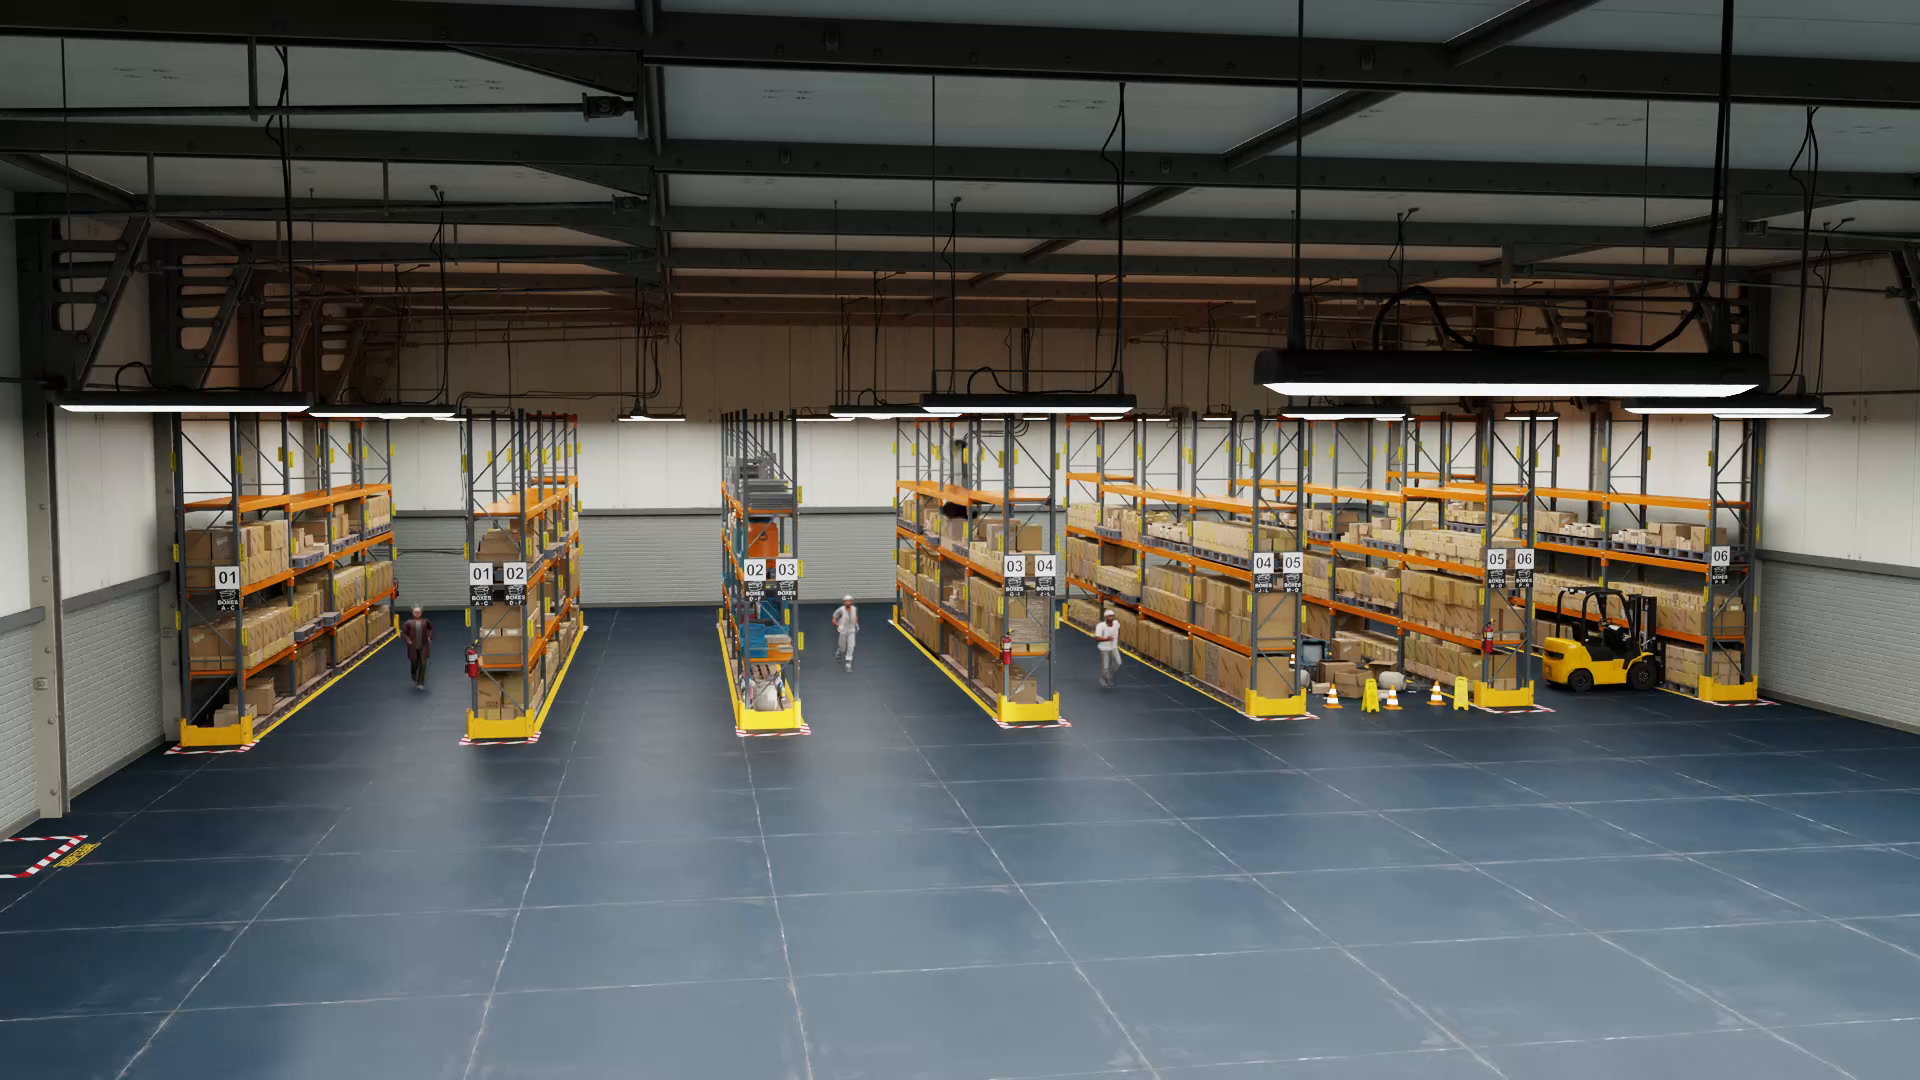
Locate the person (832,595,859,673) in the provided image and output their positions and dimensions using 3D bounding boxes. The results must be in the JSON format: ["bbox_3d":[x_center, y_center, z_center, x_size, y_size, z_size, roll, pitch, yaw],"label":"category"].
[{"bbox_3d":[-2.643,2.156,38.558,0.683,1.769,0.969,-2,4,-25],"label":"person"}]

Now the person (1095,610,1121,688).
[{"bbox_3d":[3.225,2.340,35.814,0.740,1.709,0.774,-2,4,-24],"label":"person"}]

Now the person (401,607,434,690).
[{"bbox_3d":[-11.747,2.337,36.056,0.711,1.764,0.918,-2,4,-24],"label":"person"}]
